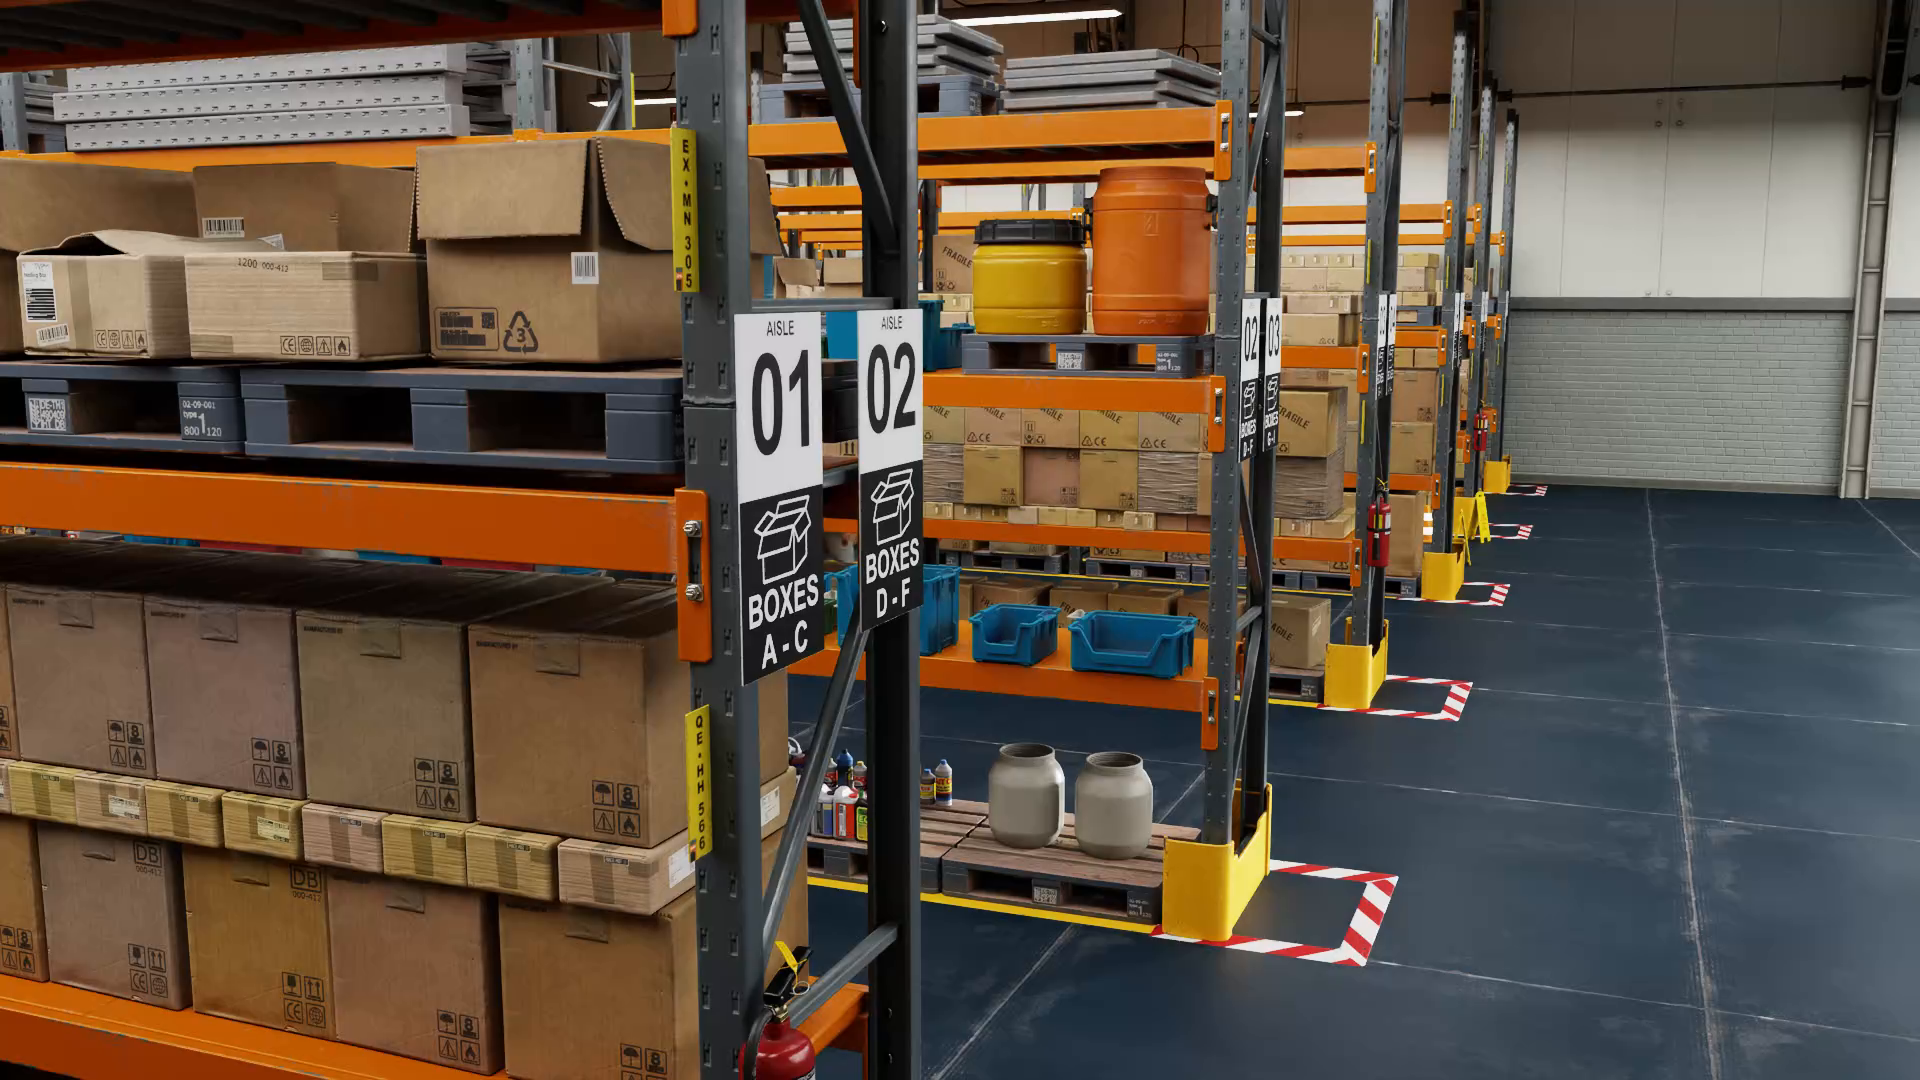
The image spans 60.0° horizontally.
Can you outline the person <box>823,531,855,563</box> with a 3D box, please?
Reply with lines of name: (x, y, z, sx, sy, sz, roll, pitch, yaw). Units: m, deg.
person: (-1.217, -0.148, 16.678, 0.668, 1.732, 0.610, -4, 10, -26)
